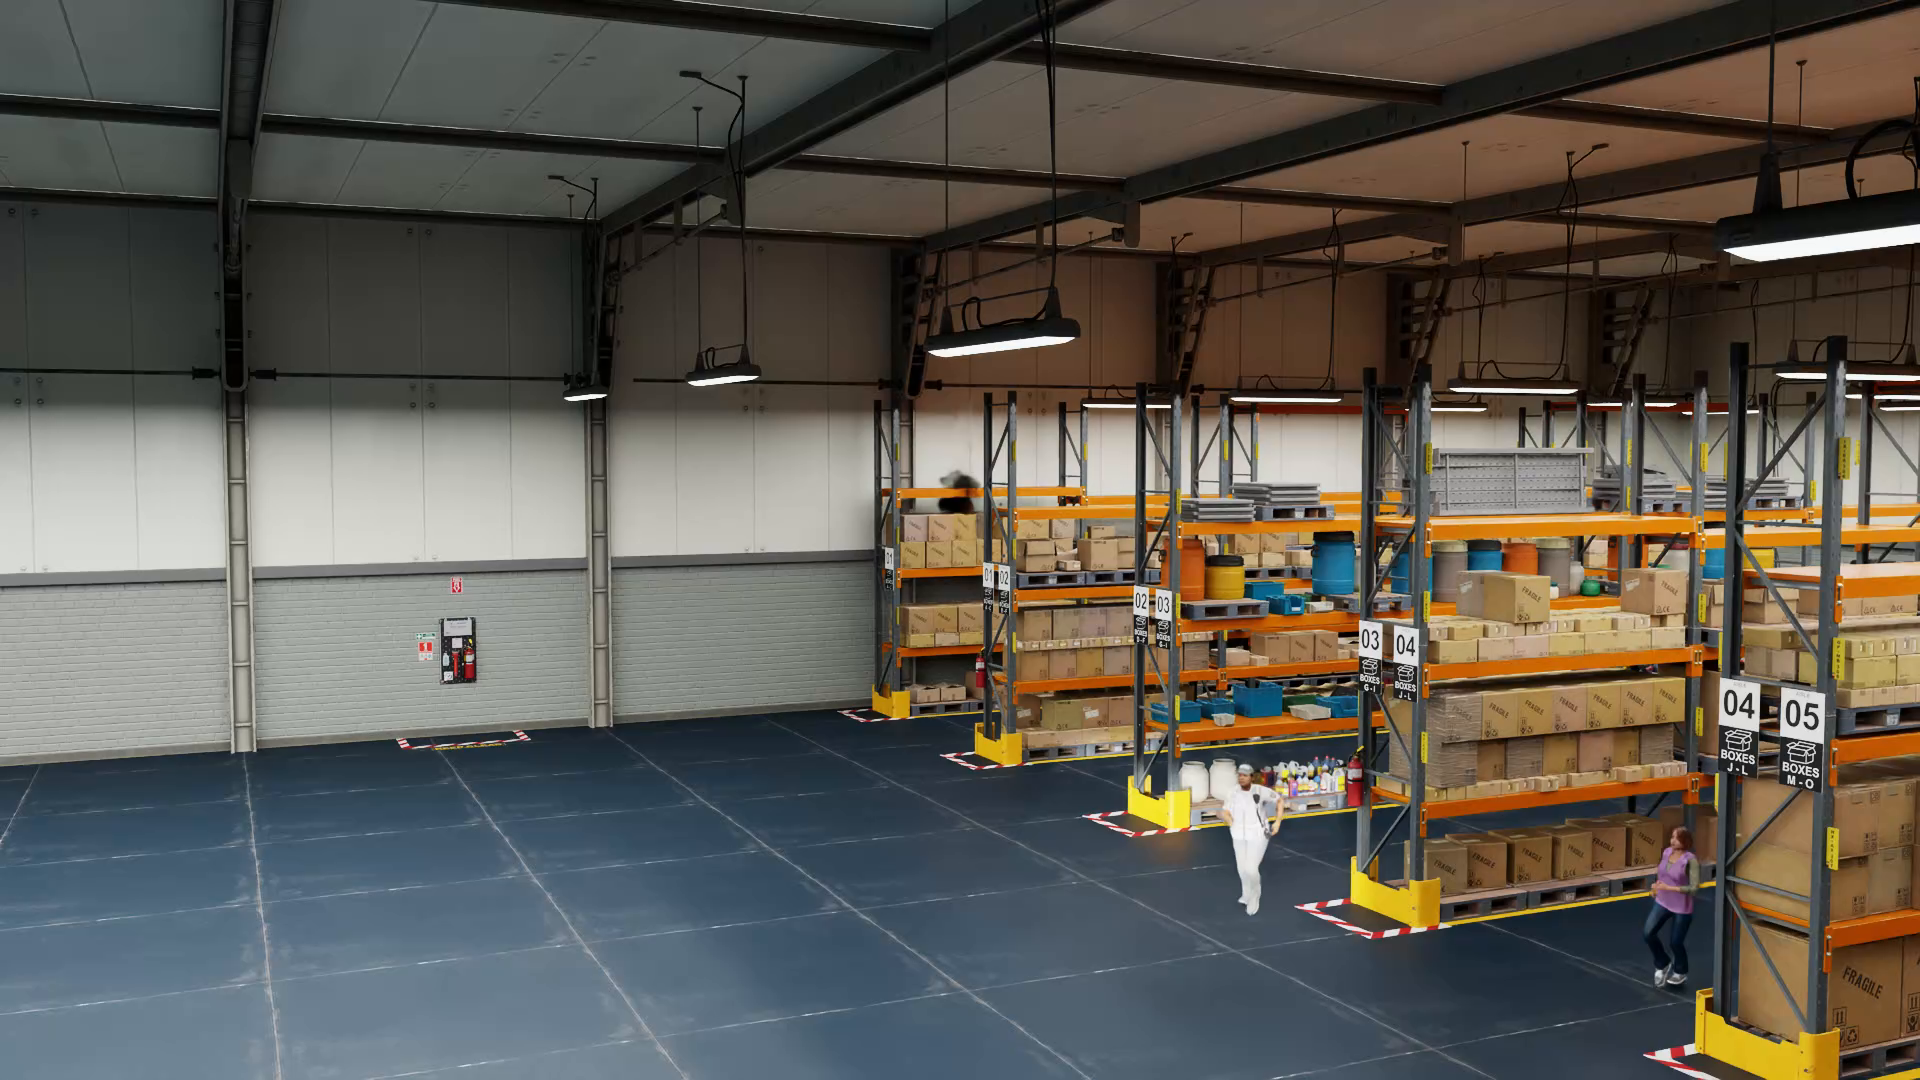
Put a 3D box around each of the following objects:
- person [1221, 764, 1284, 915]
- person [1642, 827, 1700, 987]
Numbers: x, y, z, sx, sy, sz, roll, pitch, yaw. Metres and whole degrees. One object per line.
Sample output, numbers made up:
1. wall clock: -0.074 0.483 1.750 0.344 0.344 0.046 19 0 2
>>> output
1. person: 3.191 3.272 18.249 0.615 1.649 0.827 2 4 31
2. person: 6.726 3.460 15.654 0.617 1.546 0.520 -2 4 -37
